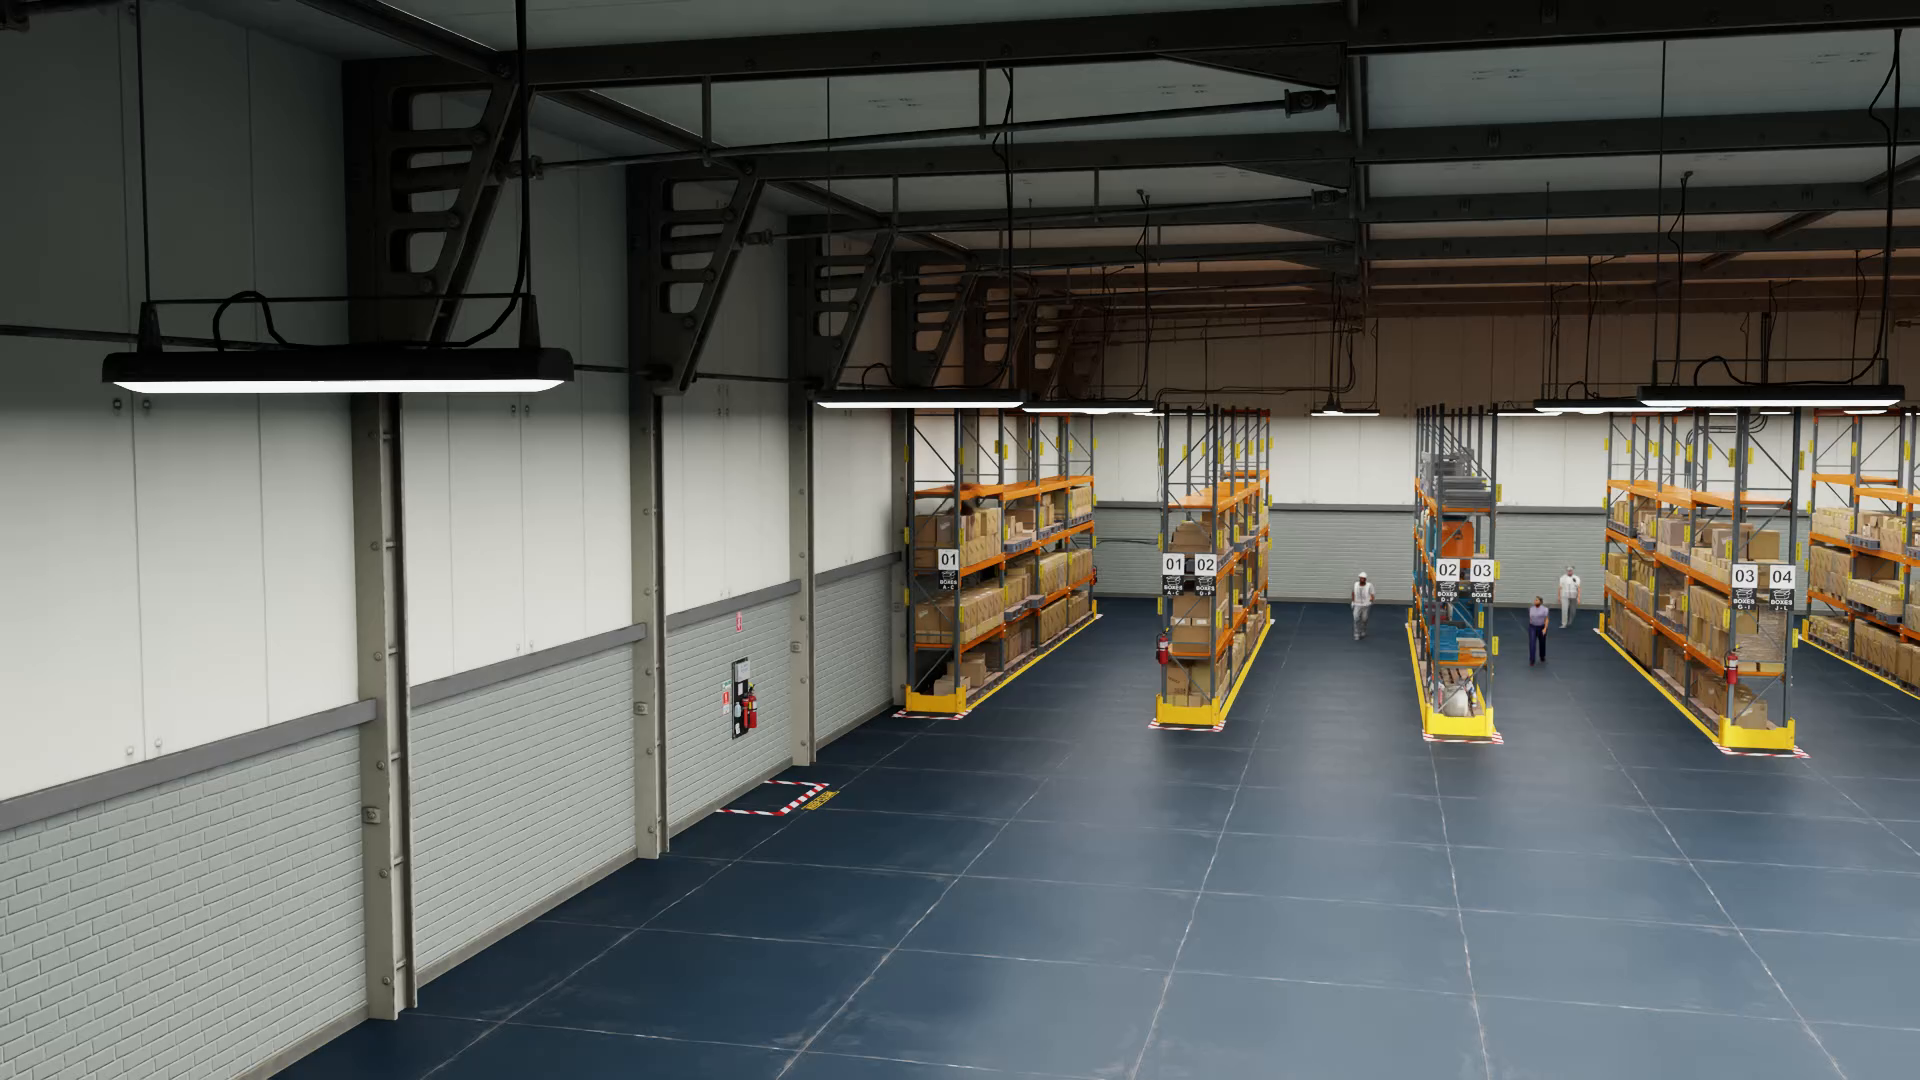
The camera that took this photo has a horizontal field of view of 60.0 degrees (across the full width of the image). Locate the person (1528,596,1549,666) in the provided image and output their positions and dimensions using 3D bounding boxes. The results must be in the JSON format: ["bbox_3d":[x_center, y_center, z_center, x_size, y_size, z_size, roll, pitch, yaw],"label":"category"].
[{"bbox_3d":[13.464,2.097,38.707,0.452,1.598,0.951,1,4,18],"label":"person"}]

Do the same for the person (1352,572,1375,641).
[{"bbox_3d":[10.477,1.738,43.269,0.603,1.808,0.878,1,4,18],"label":"person"}]

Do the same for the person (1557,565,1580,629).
[{"bbox_3d":[16.636,1.544,45.449,0.572,1.726,1.019,1,4,10],"label":"person"}]
